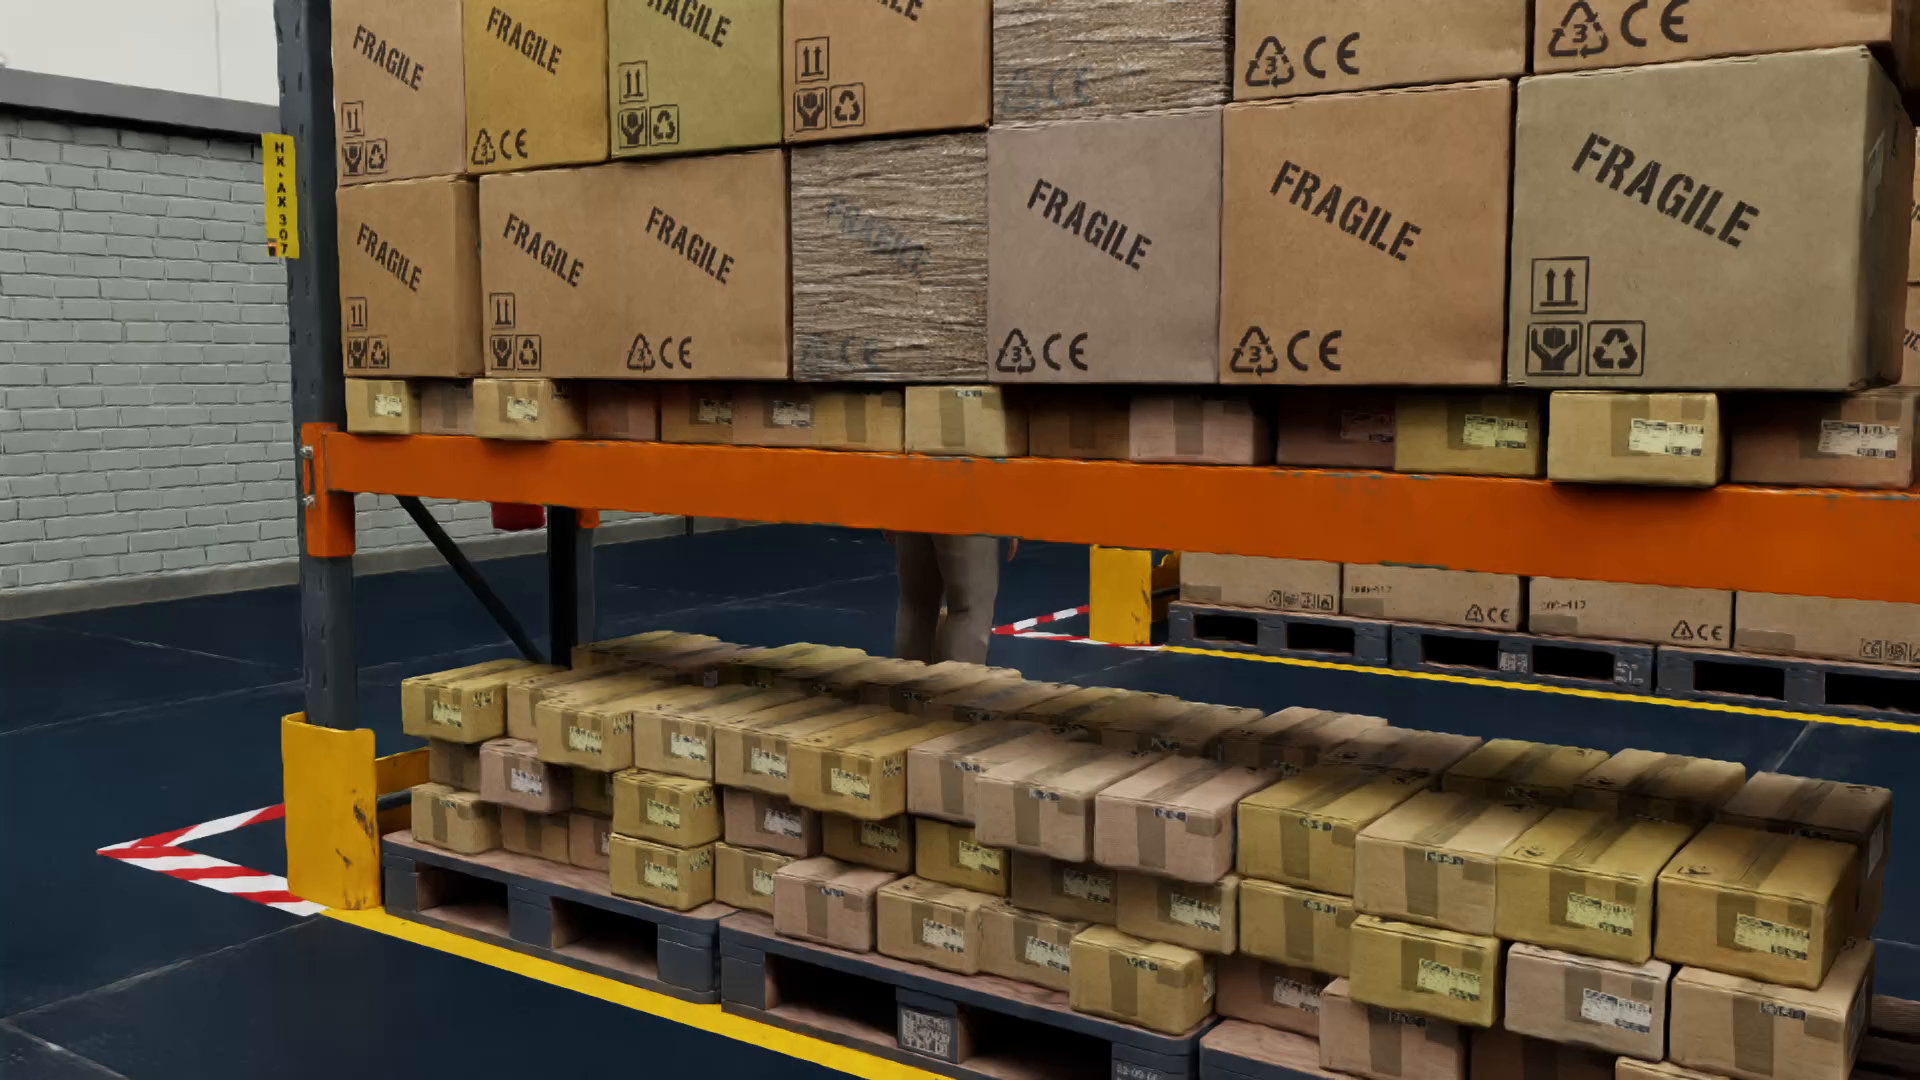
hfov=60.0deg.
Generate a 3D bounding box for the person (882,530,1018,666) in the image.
[{"bbox_3d":[-0.029,-0.089,6.419,0.678,1.734,0.429,4,8,35],"label":"person"}]
